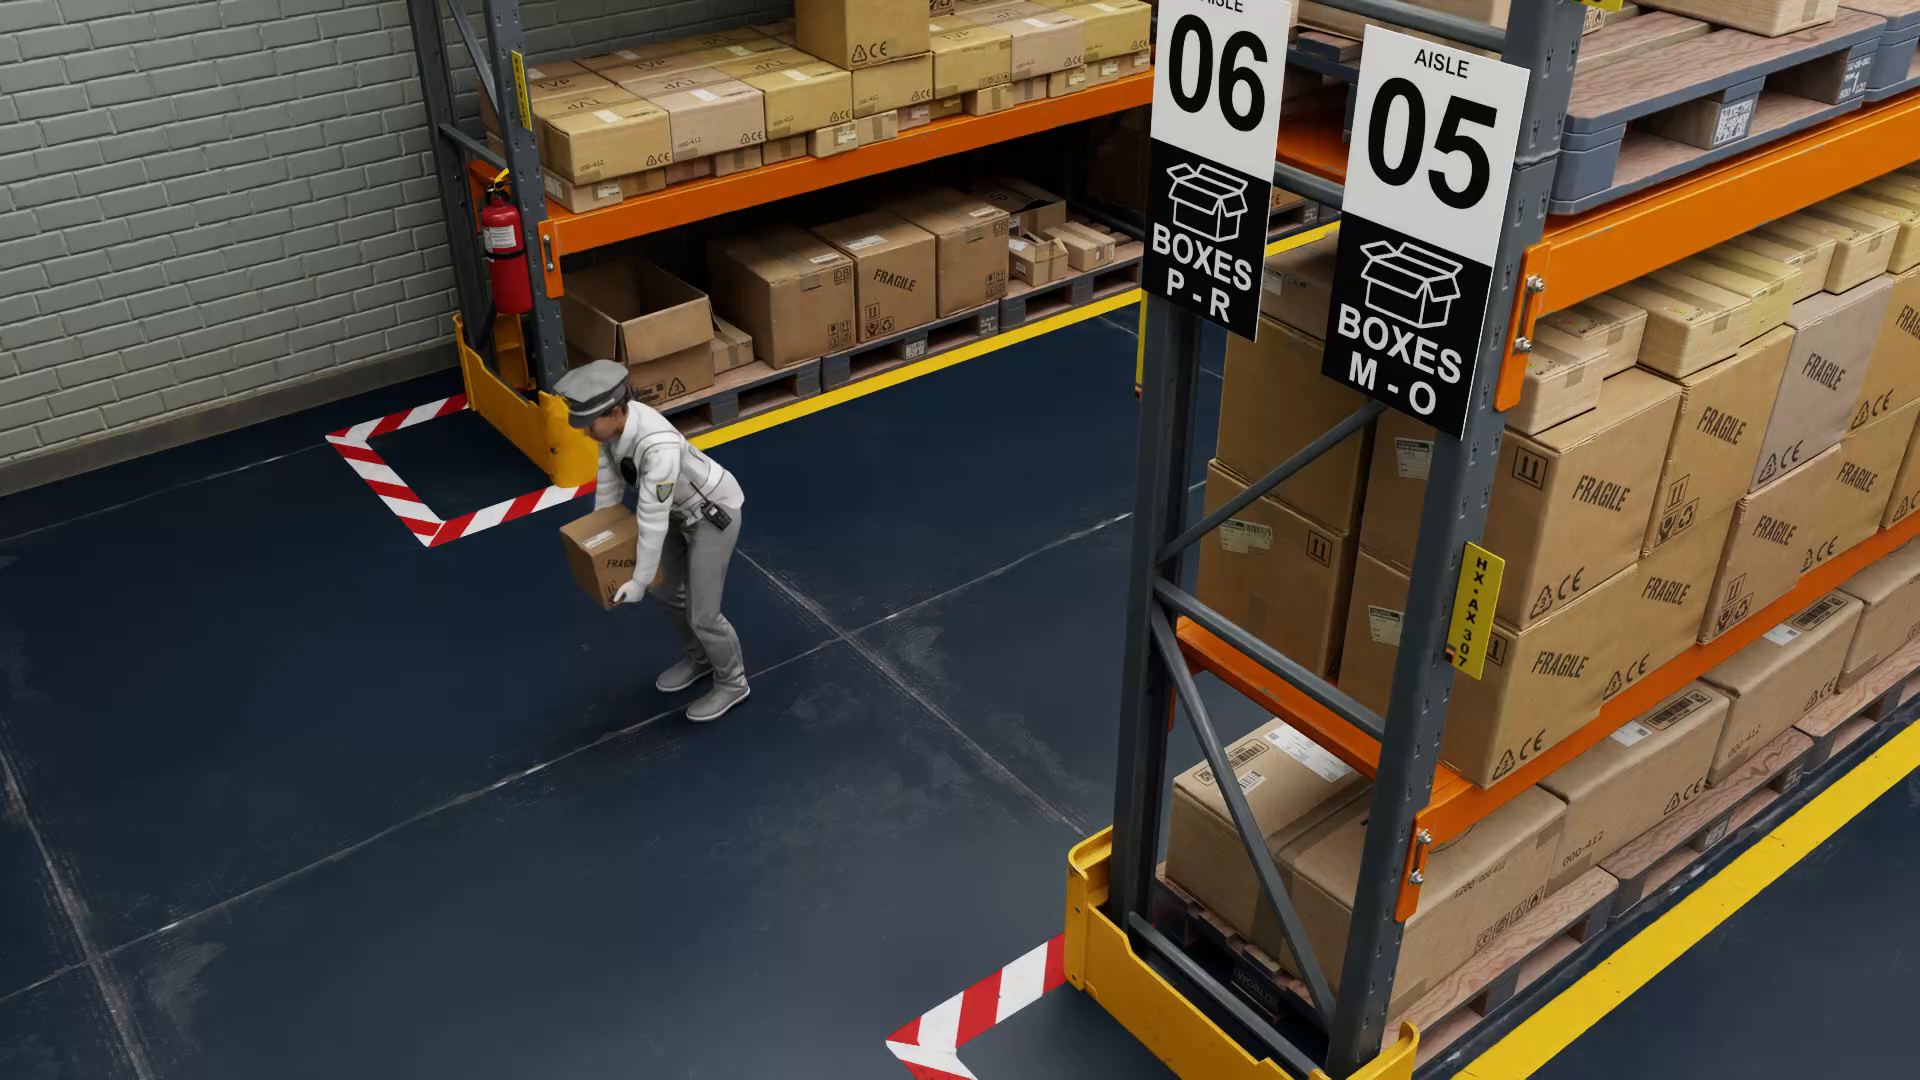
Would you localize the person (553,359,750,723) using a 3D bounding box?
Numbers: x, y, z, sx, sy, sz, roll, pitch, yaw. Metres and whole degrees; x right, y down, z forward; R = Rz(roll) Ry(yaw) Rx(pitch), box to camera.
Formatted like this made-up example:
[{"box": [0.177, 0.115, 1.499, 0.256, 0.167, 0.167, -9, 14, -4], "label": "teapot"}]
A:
[{"box": [-1.118, 0.006, 6.241, 0.650, 1.551, 0.414, -23, 39, -32], "label": "person"}]
